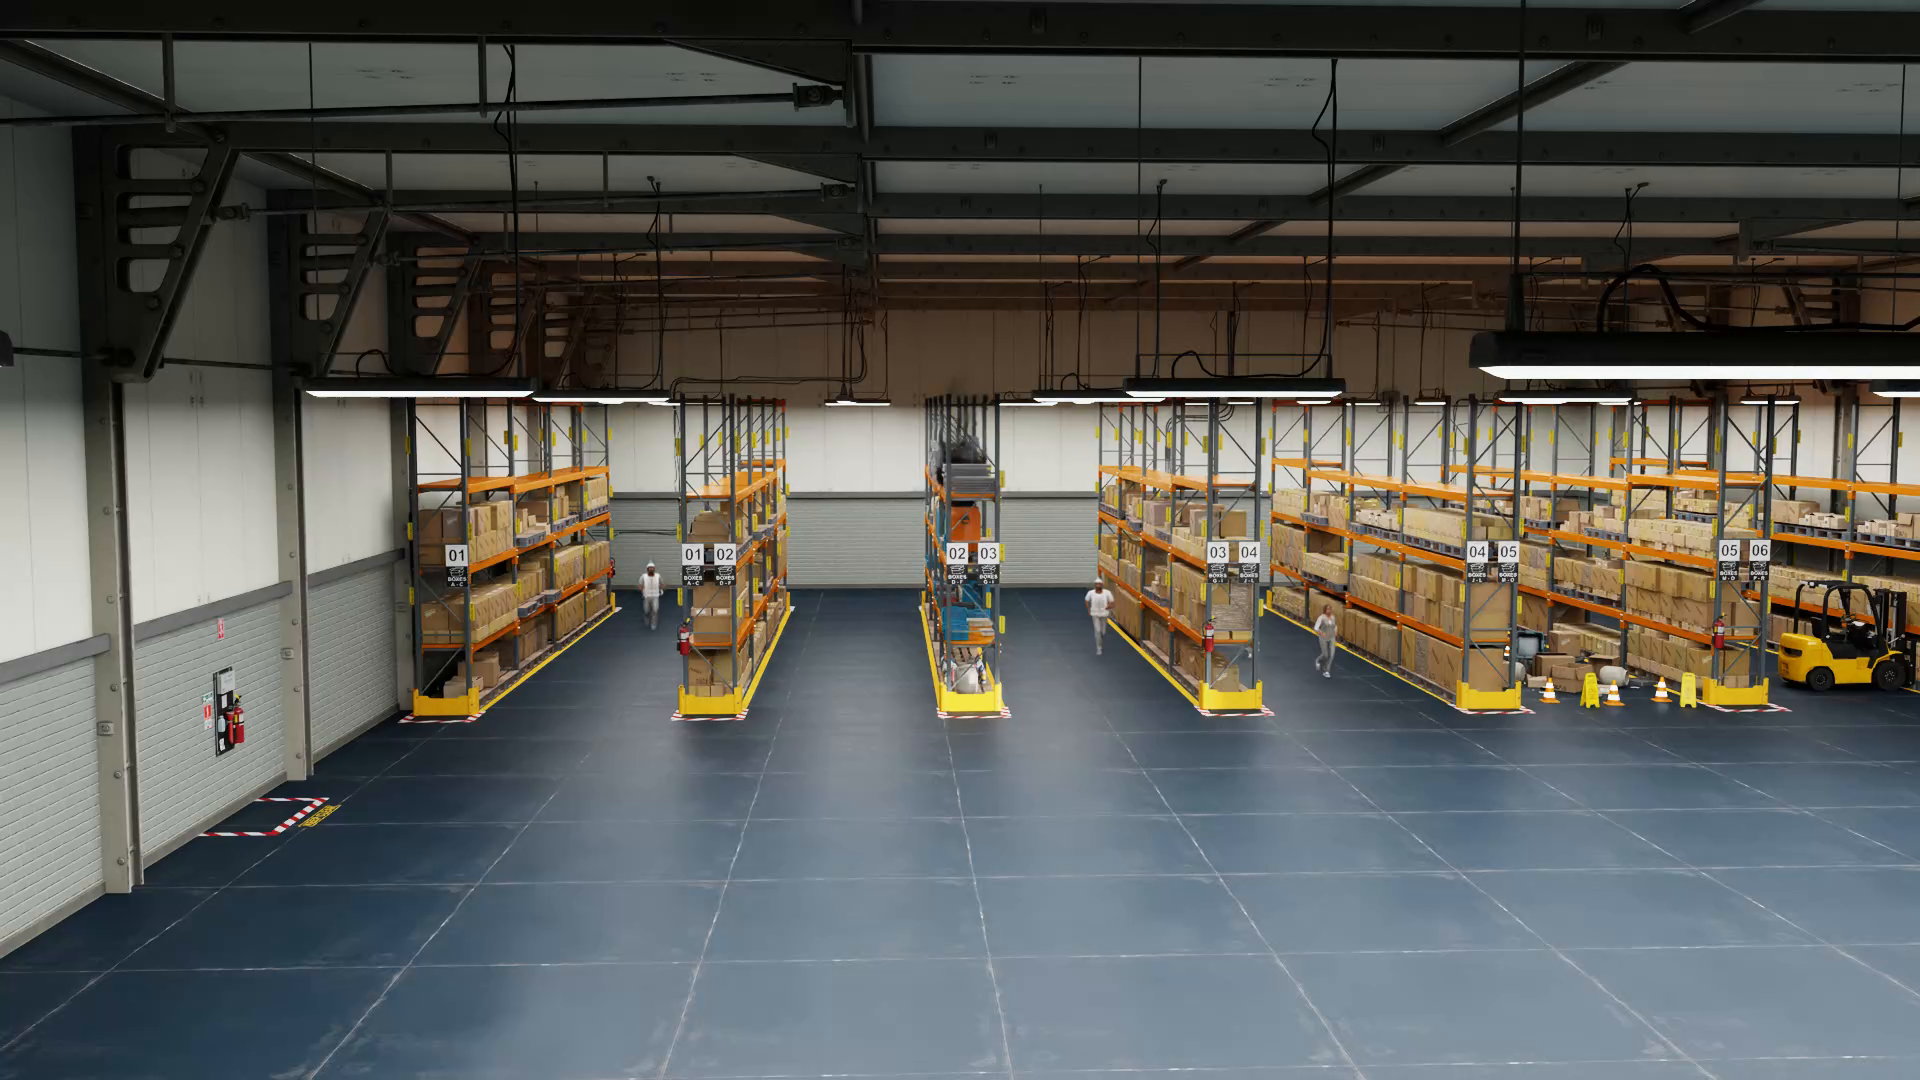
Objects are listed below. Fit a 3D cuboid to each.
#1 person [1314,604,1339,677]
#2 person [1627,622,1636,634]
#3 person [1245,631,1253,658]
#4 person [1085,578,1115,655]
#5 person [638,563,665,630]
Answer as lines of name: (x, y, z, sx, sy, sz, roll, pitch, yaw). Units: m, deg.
person: (7.828, 2.139, 35.550, 0.534, 1.553, 0.557, -1, 5, -15)
person: (16.464, 1.664, 40.830, 0.565, 1.656, 0.554, 0, 5, -5)
person: (6.714, 1.862, 38.525, 0.563, 1.666, 0.801, 0, 5, 2)
person: (3.279, 1.774, 38.970, 0.689, 1.767, 0.852, 0, 5, 1)
person: (-7.969, 1.461, 42.994, 0.685, 1.735, 0.658, -1, 5, -14)
